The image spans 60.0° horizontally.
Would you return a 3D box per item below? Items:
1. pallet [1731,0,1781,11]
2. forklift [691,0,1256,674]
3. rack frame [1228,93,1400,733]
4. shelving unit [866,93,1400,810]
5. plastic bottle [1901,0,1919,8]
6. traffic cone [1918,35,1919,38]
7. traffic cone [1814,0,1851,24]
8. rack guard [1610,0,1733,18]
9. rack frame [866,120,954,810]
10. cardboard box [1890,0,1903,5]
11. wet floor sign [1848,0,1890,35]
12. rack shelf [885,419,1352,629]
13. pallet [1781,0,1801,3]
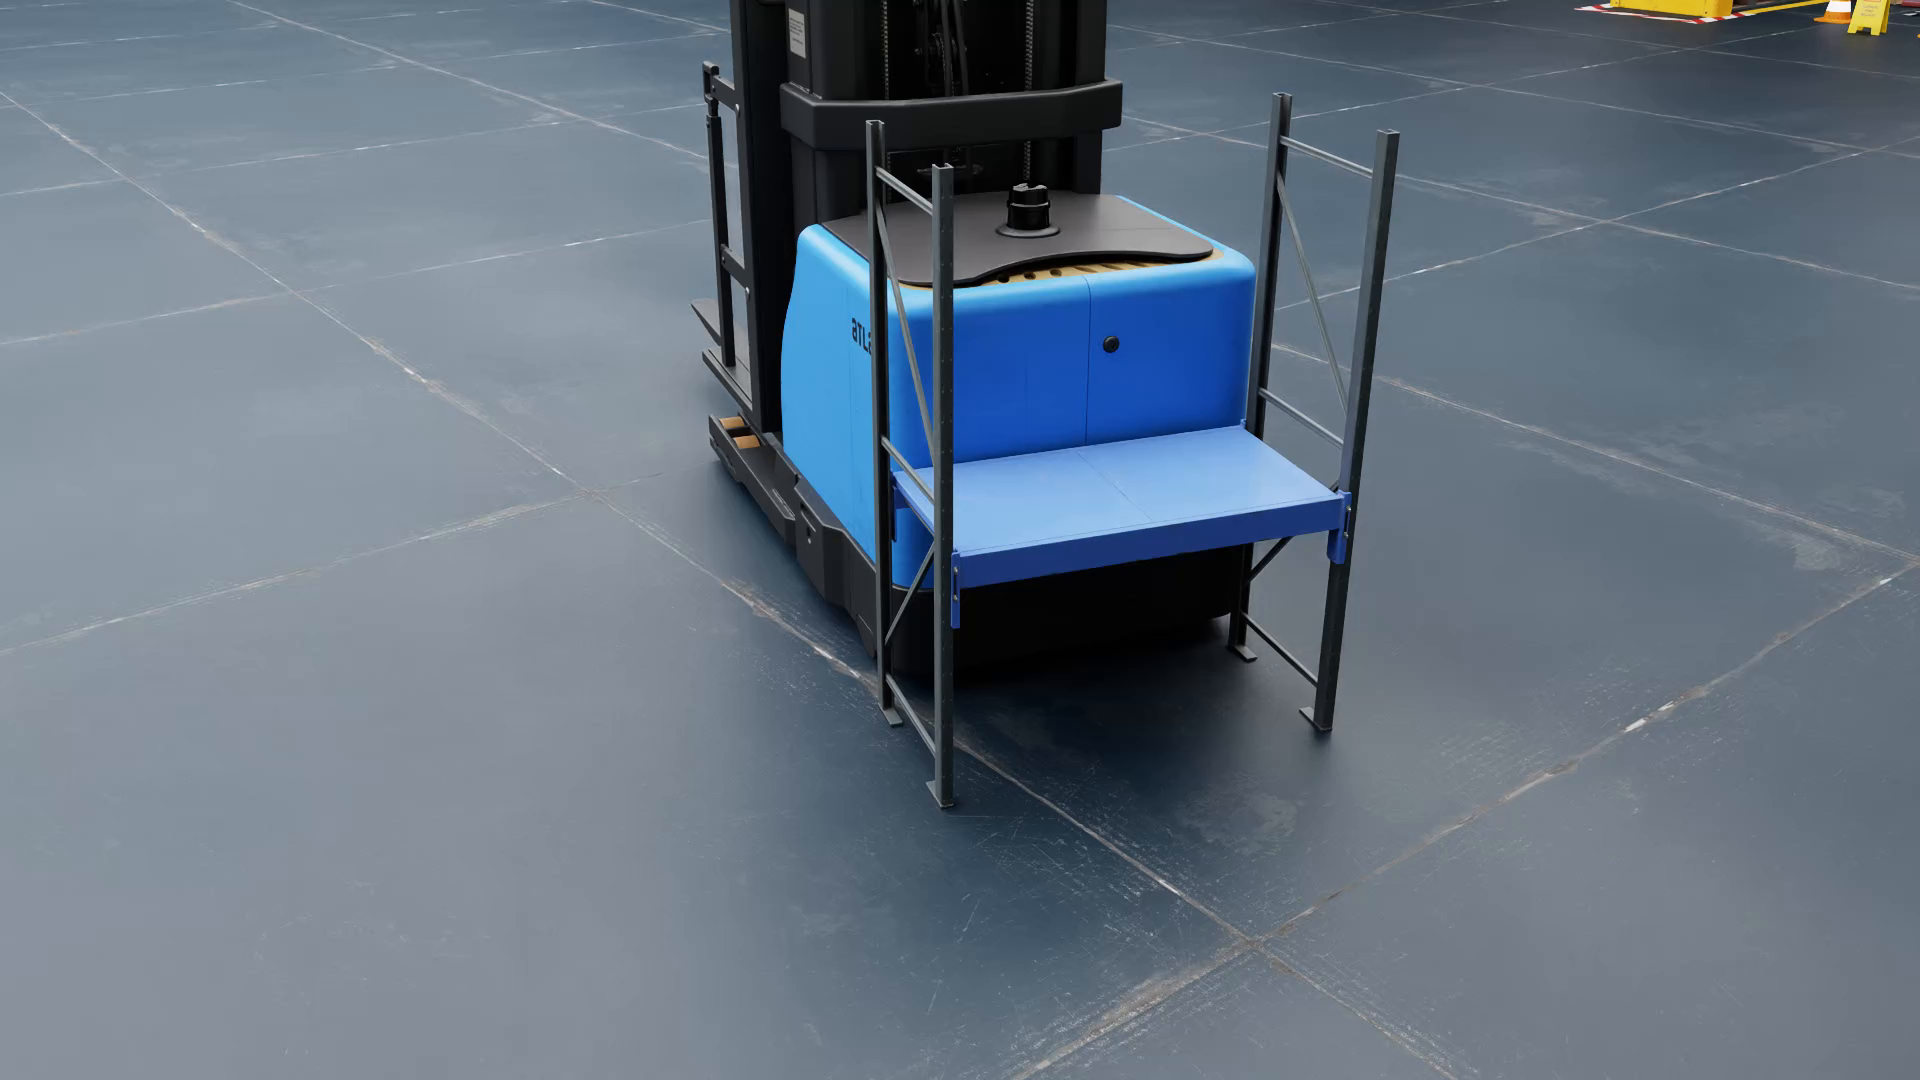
[{"bbox_3d":[7.735,-5.665,17.206,1.213,0.211,1.003,-18,31,-34],"label":"pallet"},{"bbox_3d":[-0.232,-1.576,5.165,1.130,2.935,3.031,-9,27,-20],"label":"forklift"},{"bbox_3d":[0.845,-0.294,4.098,0.032,1.500,0.500,-9,27,-18],"label":"rack frame"},{"bbox_3d":[0.367,-0.222,3.943,1.048,1.500,0.538,-9,27,-18],"label":"shelving unit"},{"bbox_3d":[9.764,-5.463,16.950,0.283,0.061,0.133,15,29,29],"label":"plastic bottle"},{"bbox_3d":[8.878,-4.751,14.936,0.334,0.463,0.336,-18,31,-34],"label":"traffic cone"},{"bbox_3d":[8.449,-5.213,15.933,0.334,0.463,0.336,-18,31,-34],"label":"traffic cone"},{"bbox_3d":[7.136,-5.556,16.628,0.348,0.500,1.175,-18,31,-34],"label":"rack guard"},{"bbox_3d":[-0.112,-0.150,3.787,0.032,1.500,0.500,-9,27,-18],"label":"rack frame"},{"bbox_3d":[9.714,-5.860,17.279,0.500,0.500,0.500,-13,28,-25],"label":"cardboard box"},{"bbox_3d":[8.354,-4.965,15.182,0.267,0.644,0.232,21,32,37],"label":"wet floor sign"},{"bbox_3d":[0.366,-0.060,4.020,1.000,0.185,0.538,-9,27,-18],"label":"rack shelf"},{"bbox_3d":[8.695,-5.980,17.885,1.213,0.211,1.003,-18,31,-34],"label":"pallet"}]
